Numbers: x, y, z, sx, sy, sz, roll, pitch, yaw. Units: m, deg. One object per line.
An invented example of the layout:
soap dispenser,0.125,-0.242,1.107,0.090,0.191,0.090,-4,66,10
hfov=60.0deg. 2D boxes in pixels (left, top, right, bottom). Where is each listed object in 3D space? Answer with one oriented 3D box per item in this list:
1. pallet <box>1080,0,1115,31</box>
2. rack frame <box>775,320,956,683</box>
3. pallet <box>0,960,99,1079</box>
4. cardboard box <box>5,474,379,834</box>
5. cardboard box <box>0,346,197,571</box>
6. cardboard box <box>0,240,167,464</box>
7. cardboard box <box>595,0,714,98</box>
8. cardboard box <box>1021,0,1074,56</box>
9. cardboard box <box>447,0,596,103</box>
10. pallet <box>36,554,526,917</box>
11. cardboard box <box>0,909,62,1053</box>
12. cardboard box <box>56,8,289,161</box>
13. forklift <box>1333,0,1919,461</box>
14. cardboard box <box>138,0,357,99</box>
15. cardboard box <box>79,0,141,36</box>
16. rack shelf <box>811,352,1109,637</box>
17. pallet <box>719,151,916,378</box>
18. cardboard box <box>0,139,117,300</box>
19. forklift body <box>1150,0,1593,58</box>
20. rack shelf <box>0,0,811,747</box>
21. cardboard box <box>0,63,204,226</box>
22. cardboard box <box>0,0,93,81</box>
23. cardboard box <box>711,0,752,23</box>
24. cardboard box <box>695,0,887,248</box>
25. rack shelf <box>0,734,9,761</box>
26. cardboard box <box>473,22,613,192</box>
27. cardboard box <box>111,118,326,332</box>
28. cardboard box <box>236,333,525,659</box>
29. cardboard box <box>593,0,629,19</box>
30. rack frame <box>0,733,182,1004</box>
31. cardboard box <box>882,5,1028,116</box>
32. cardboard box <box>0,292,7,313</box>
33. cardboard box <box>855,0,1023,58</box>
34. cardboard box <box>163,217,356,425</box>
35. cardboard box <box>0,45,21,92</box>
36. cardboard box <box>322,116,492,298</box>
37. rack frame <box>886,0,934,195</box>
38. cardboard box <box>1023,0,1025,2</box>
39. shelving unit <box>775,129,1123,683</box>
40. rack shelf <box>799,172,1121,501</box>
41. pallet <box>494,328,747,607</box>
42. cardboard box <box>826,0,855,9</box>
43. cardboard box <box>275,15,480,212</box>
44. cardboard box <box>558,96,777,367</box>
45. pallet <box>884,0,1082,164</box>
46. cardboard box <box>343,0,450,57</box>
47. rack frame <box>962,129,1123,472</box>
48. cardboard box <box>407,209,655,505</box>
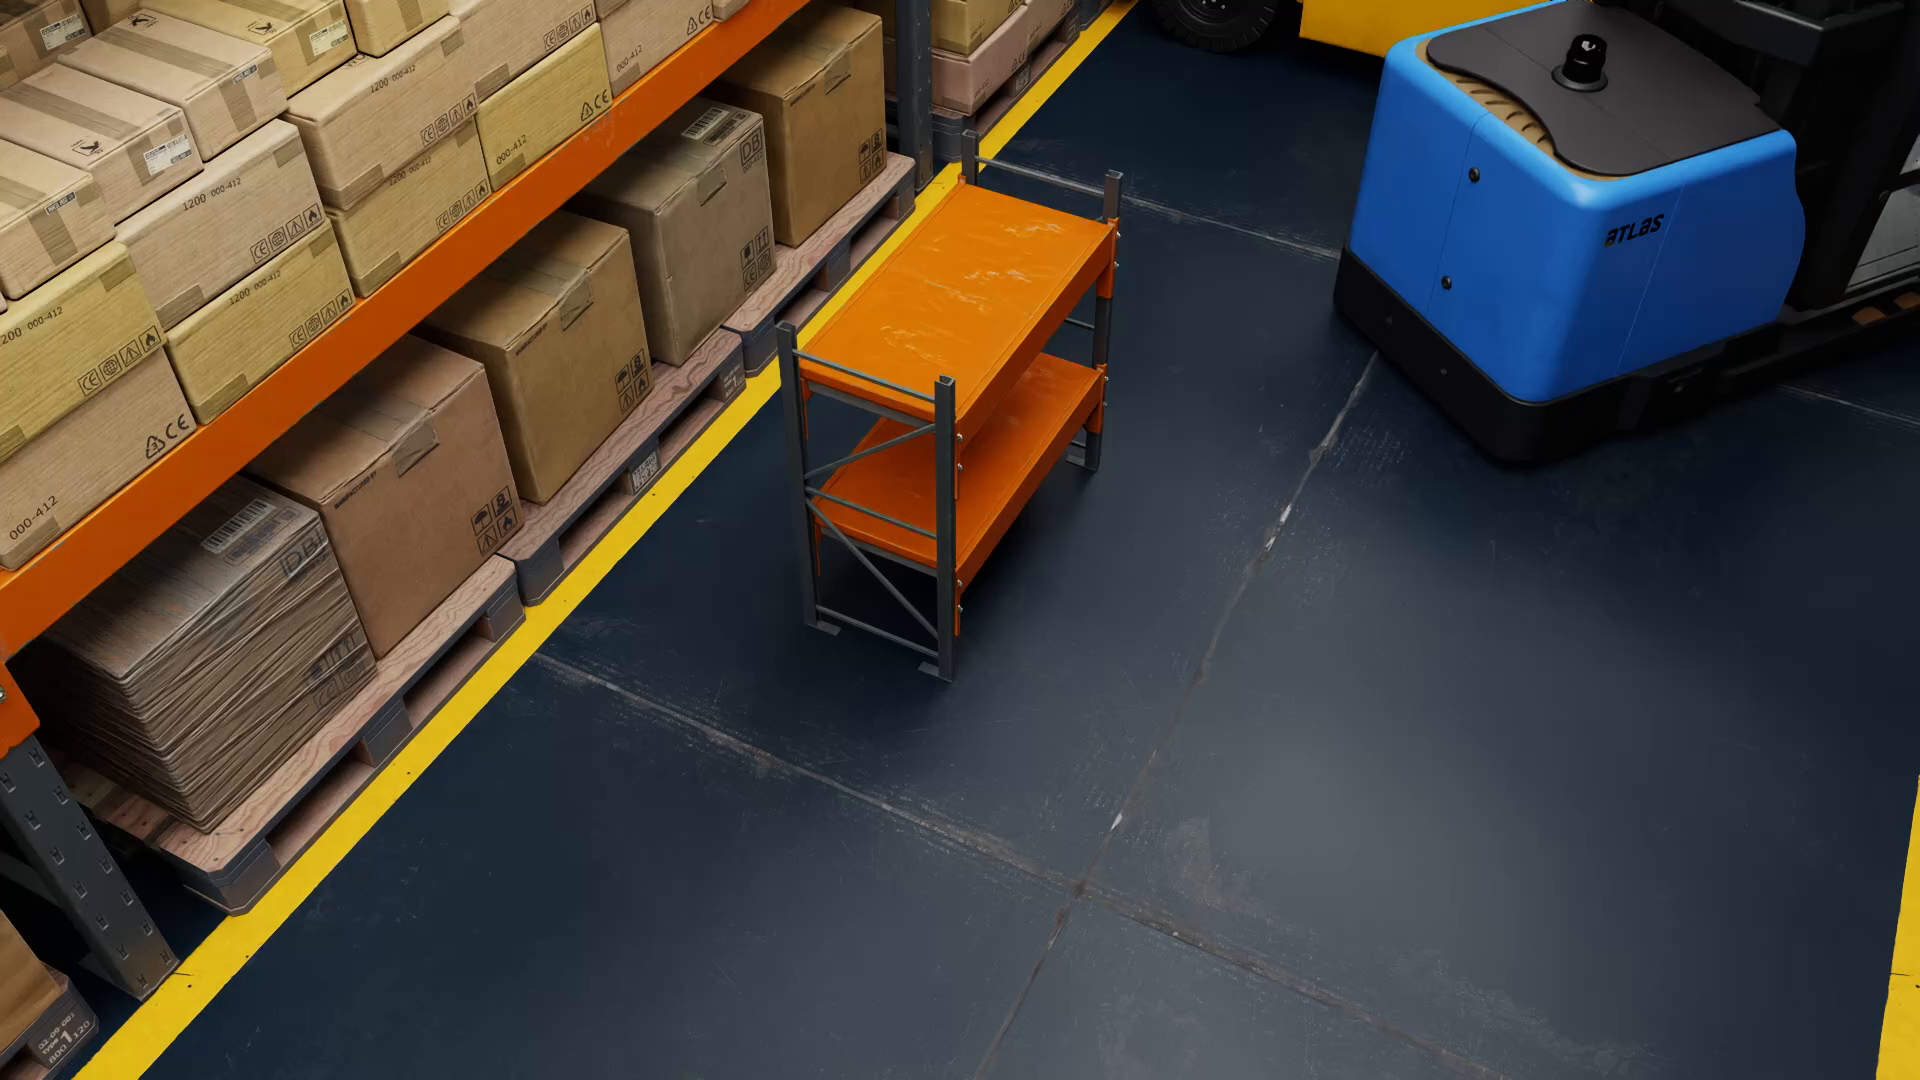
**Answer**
pallet,0.394,-2.910,7.977,1.003,0.211,1.213,20,49,19
rack frame,-0.239,-0.071,4.529,0.500,1.125,0.032,20,49,19
pallet,-2.814,1.326,3.791,1.003,0.211,1.213,20,49,19
cardboard box,-2.132,0.187,4.330,0.875,0.625,0.625,22,49,20
cardboard box,-2.011,-0.258,3.501,0.500,0.250,0.500,21,49,19
cardboard box,-1.989,-0.425,3.315,0.500,0.250,0.500,20,49,19
cardboard box,-1.065,-1.554,4.782,0.500,0.250,0.500,21,49,19
cardboard box,0.163,-2.333,7.085,0.500,0.250,0.500,19,48,18
cardboard box,-1.304,-1.403,4.281,0.500,0.250,0.500,21,49,20
pallet,-2.017,0.363,4.743,1.003,0.211,1.213,20,49,19
cardboard box,-2.440,0.957,3.658,0.500,0.500,0.500,22,49,20
cardboard box,-1.696,-0.986,3.589,0.380,0.149,0.250,21,49,19
forklift,2.904,-2.011,5.177,3.031,2.935,1.130,-19,48,-18
cardboard box,-1.605,-1.154,3.756,0.380,0.149,0.250,21,49,19
cardboard box,-2.023,-1.308,3.907,0.380,0.149,0.250,20,49,19
rack shelf,-0.003,-0.219,5.020,0.538,0.278,1.000,20,49,19
pallet,-0.885,-1.174,6.262,1.003,0.211,1.213,20,49,19
cardboard box,-1.902,-0.647,3.254,0.380,0.149,0.250,21,49,20
forklift body,2.015,-3.056,6.758,2.313,2.155,1.214,20,49,19
rack shelf,-1.505,-1.119,4.752,1.077,0.370,4.000,20,49,19
cardboard box,-1.806,-0.817,3.422,0.380,0.149,0.250,22,49,20
cardboard box,-2.213,-1.169,3.770,0.380,0.149,0.250,20,49,18
cardboard box,-0.808,-1.856,5.081,0.500,0.250,0.500,20,49,19
cardboard box,-0.809,-1.612,6.109,0.875,0.625,0.625,23,50,21
rack shelf,-3.362,1.401,2.262,1.077,0.370,4.000,20,49,19
cardboard box,-1.298,-1.226,4.458,0.500,0.250,0.500,22,49,20
cardboard box,-1.778,-0.749,3.635,0.500,0.250,0.500,22,49,20
cardboard box,-1.836,-0.227,4.740,0.875,0.625,0.625,22,49,20
cardboard box,-1.053,-1.714,4.589,0.500,0.250,0.500,21,49,20
rack frame,-2.434,-0.112,3.251,1.000,3.000,0.127,20,49,19
cardboard box,-0.059,-2.008,6.764,0.500,0.250,0.500,21,49,19
cardboard box,-2.025,-0.478,3.087,0.380,0.149,0.250,22,49,20
cardboard box,-0.079,-2.191,6.593,0.500,0.250,0.500,20,49,19
cardboard box,-1.774,-0.573,3.813,0.500,0.250,0.500,19,48,18
cardboard box,-2.265,-0.991,3.594,0.380,0.149,0.250,20,49,19
cardboard box,-1.541,-0.900,4.136,0.500,0.250,0.500,19,48,18
rack frame,-0.577,-2.632,5.742,1.000,3.000,0.127,20,49,19
cardboard box,0.153,-2.509,6.907,0.500,0.250,0.500,20,49,19
shelving unit,-0.003,-0.391,4.846,0.538,1.125,1.048,20,49,19
rack shelf,-0.003,-0.597,4.638,0.538,0.278,1.000,20,49,19
pallet,-1.450,-0.403,5.500,1.003,0.211,1.213,20,49,19
cardboard box,-0.533,-2.363,6.763,0.500,0.250,0.500,19,48,18
cardboard box,-1.519,-1.072,3.955,0.500,0.250,0.500,19,48,18
cardboard box,-1.176,-1.126,5.628,0.875,0.625,0.625,20,49,19
pallet,-0.171,-2.139,7.215,1.003,0.211,1.213,20,49,19
cardboard box,-1.435,-1.295,3.894,0.380,0.149,0.250,21,49,20
rack frame,0.233,-0.711,5.162,0.500,1.125,0.032,20,49,19
cardboard box,-1.524,-0.651,5.159,0.875,0.625,0.625,19,48,17
